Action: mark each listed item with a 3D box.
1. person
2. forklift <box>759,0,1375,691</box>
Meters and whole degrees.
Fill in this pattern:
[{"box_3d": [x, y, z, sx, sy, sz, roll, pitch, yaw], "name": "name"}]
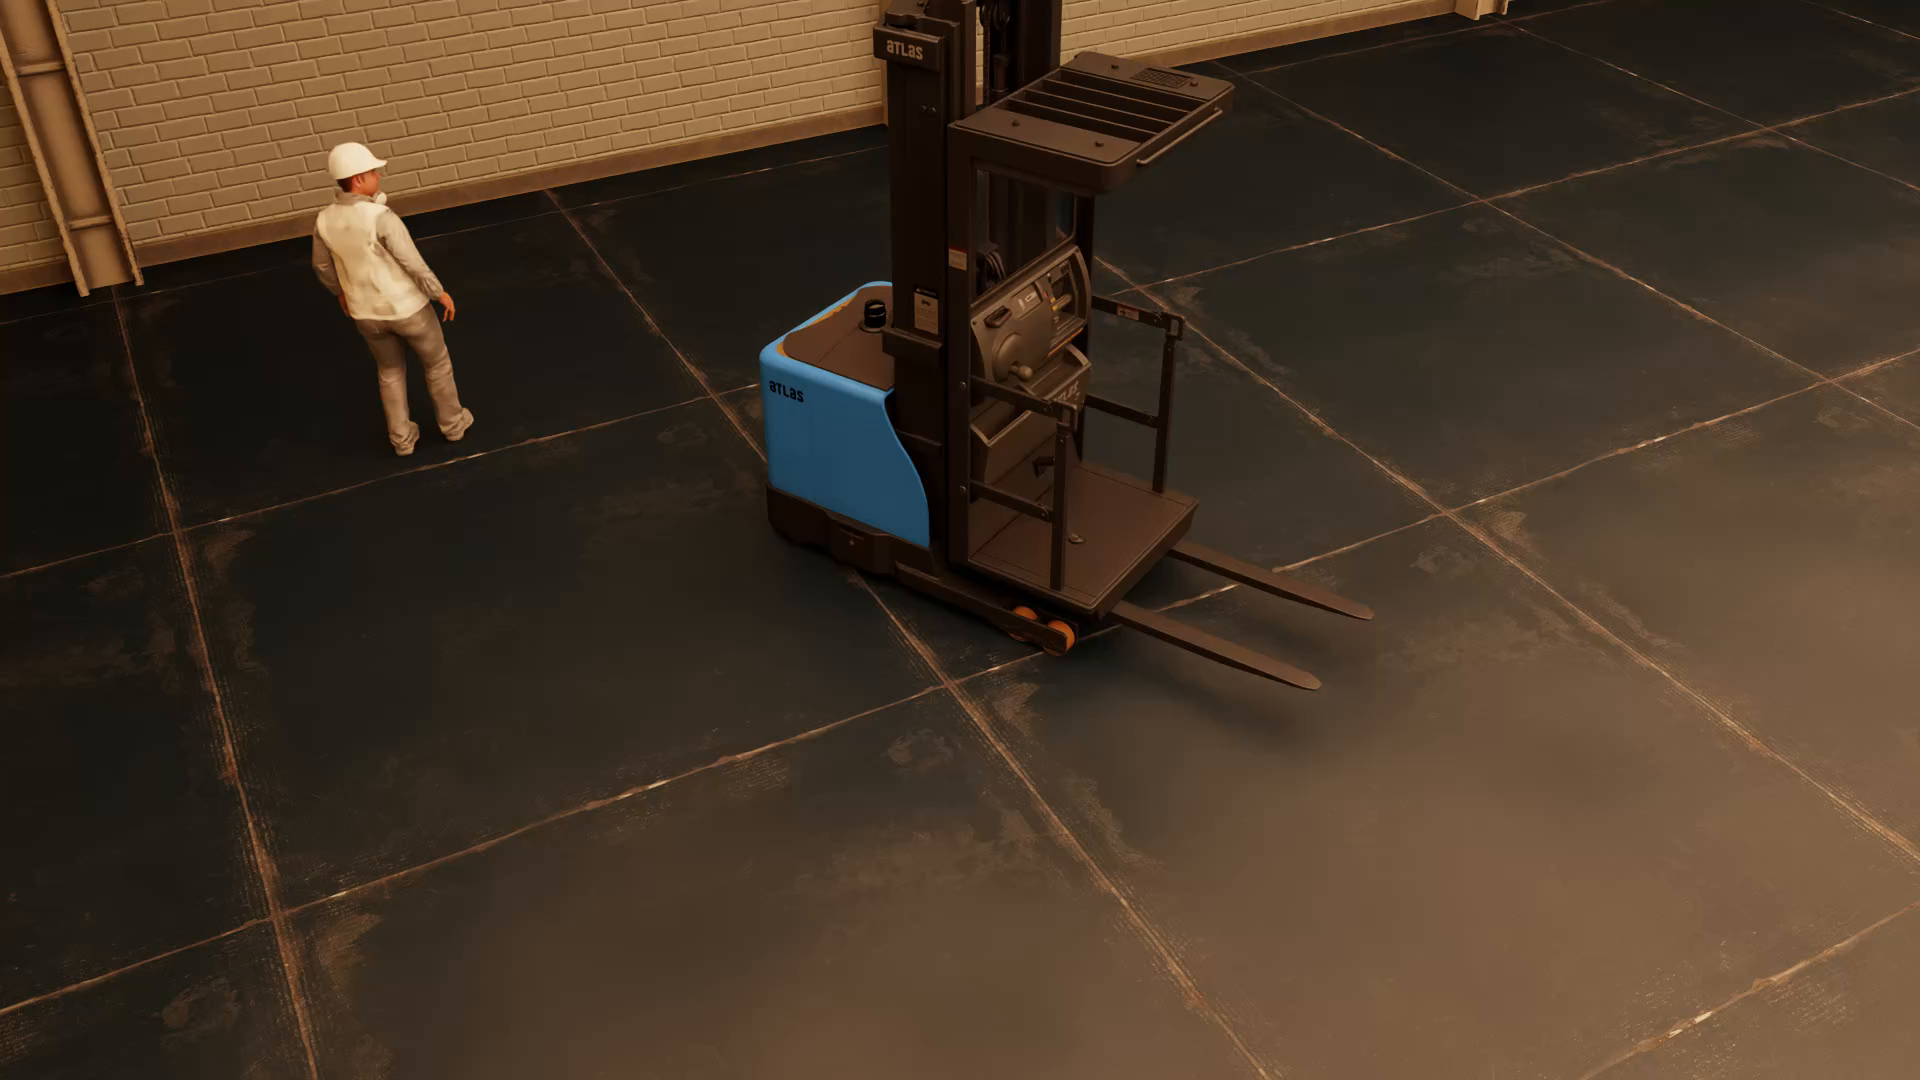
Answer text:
[{"box_3d": [-3.063, -1.311, 8.989, 0.723, 1.764, 0.525, 5, 36, 7], "name": "person"}, {"box_3d": [0.506, -1.000, 7.537, 3.031, 2.935, 1.130, 21, 40, 27], "name": "forklift"}]
